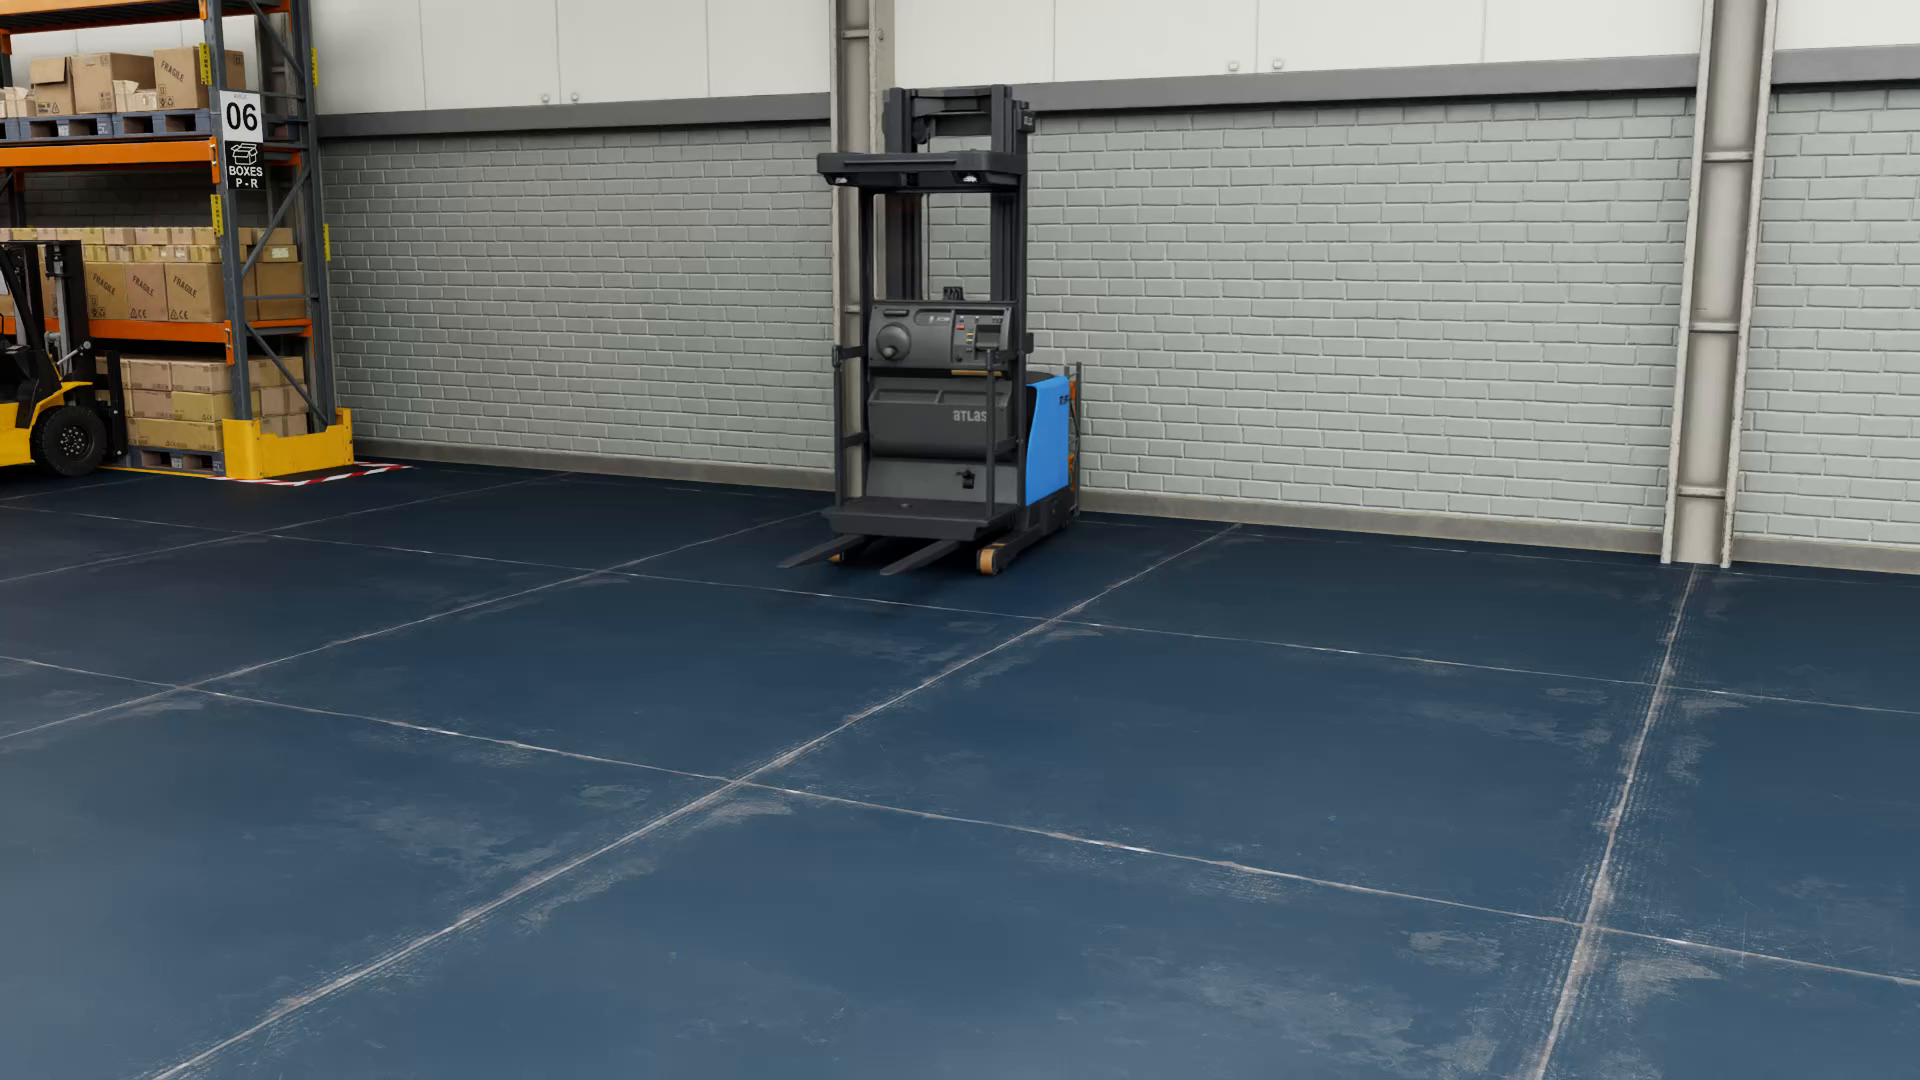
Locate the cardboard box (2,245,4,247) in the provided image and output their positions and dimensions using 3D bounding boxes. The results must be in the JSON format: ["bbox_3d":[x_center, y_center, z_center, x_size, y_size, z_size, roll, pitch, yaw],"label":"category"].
[{"bbox_3d":[-8.640,-2.639,15.284,0.250,0.149,0.380,5,12,27],"label":"cardboard box"}]

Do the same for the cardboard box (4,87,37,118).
[{"bbox_3d":[-8.280,-3.905,14.879,0.258,0.266,0.396,5,11,24],"label":"cardboard box"}]

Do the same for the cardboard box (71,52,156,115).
[{"bbox_3d":[-7.269,-3.963,14.543,0.500,0.500,0.700,5,11,26],"label":"cardboard box"}]

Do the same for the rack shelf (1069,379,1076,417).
[{"bbox_3d":[0.315,-1.015,12.035,1.000,0.278,0.538,3,11,15],"label":"rack shelf"}]

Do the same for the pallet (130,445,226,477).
[{"bbox_3d":[-6.594,-0.771,14.898,1.213,0.211,1.003,5,11,26],"label":"pallet"}]

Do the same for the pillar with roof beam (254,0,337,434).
[{"bbox_3d":[-8.020,-4.553,11.119,0.400,9.000,9.100,5,11,26],"label":"pillar with roof beam"}]

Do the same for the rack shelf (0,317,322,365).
[{"bbox_3d":[-7.683,-1.893,15.288,4.000,0.370,1.077,5,11,26],"label":"rack shelf"}]

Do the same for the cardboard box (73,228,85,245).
[{"bbox_3d":[-7.683,-2.719,14.893,0.250,0.149,0.380,5,11,27],"label":"cardboard box"}]

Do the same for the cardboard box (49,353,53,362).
[{"bbox_3d":[-8.277,-1.583,15.288,0.500,0.250,0.500,5,12,28],"label":"cardboard box"}]

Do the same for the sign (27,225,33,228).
[{"bbox_3d":[-9.233,-2.959,16.501,0.005,0.325,0.100,5,11,26],"label":"sign"}]

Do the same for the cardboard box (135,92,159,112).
[{"bbox_3d":[-6.767,-3.715,14.155,0.250,0.149,0.380,5,11,24],"label":"cardboard box"}]

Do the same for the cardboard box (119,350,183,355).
[{"bbox_3d":[-7.587,-1.625,15.519,0.500,0.250,0.500,5,11,25],"label":"cardboard box"}]

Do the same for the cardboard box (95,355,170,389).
[{"bbox_3d":[-7.358,-1.499,14.825,0.500,0.250,0.500,5,11,27],"label":"cardboard box"}]

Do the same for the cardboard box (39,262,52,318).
[{"bbox_3d":[-8.266,-2.299,15.231,0.500,0.500,0.500,5,11,25],"label":"cardboard box"}]

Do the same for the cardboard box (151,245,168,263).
[{"bbox_3d":[-6.773,-2.486,14.443,0.250,0.149,0.380,5,12,27],"label":"cardboard box"}]

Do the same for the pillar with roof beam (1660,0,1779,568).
[{"bbox_3d":[2.741,-3.607,5.894,0.400,9.000,9.100,5,11,26],"label":"pillar with roof beam"}]

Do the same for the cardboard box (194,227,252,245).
[{"bbox_3d":[-6.304,-2.599,14.230,0.250,0.149,0.380,5,11,26],"label":"cardboard box"}]

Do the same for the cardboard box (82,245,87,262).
[{"bbox_3d":[-7.670,-2.572,14.916,0.250,0.149,0.380,5,11,25],"label":"cardboard box"}]

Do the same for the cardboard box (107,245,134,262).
[{"bbox_3d":[-7.250,-2.521,14.635,0.250,0.149,0.380,5,11,24],"label":"cardboard box"}]

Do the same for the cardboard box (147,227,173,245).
[{"bbox_3d":[-6.786,-2.630,14.400,0.250,0.149,0.380,5,12,27],"label":"cardboard box"}]

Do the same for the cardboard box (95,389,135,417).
[{"bbox_3d":[-7.382,-1.256,14.887,0.500,0.250,0.500,5,11,25],"label":"cardboard box"}]

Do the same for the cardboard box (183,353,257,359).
[{"bbox_3d":[-6.687,-1.542,15.063,0.500,0.250,0.500,5,11,26],"label":"cardboard box"}]

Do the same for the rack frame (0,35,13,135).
[{"bbox_3d":[-9.477,-5.357,15.561,0.127,3.000,1.000,5,11,26],"label":"rack frame"}]

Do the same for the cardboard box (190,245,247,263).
[{"bbox_3d":[-6.325,-2.441,14.191,0.250,0.149,0.380,5,11,27],"label":"cardboard box"}]

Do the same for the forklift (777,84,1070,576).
[{"bbox_3d":[-0.196,-1.311,10.244,1.130,2.935,3.031,4,11,19],"label":"forklift"}]

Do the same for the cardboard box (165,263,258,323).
[{"bbox_3d":[-6.447,-2.136,14.327,0.500,0.500,0.500,5,11,25],"label":"cardboard box"}]

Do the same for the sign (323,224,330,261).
[{"bbox_3d":[-5.639,-2.643,14.757,0.005,0.325,0.100,5,11,26],"label":"sign"}]

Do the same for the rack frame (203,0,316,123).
[{"bbox_3d":[-5.890,-5.042,13.819,0.127,3.000,1.000,5,11,26],"label":"rack frame"}]

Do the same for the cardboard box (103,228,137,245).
[{"bbox_3d":[-7.259,-2.664,14.590,0.250,0.149,0.380,5,12,27],"label":"cardboard box"}]

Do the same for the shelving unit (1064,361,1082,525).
[{"bbox_3d":[0.315,-0.727,12.087,1.048,1.125,0.538,3,11,15],"label":"shelving unit"}]

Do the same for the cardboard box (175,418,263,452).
[{"bbox_3d":[-6.451,-0.930,14.487,0.500,0.250,0.500,5,11,26],"label":"cardboard box"}]

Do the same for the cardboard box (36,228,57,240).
[{"bbox_3d":[-8.132,-2.758,15.110,0.250,0.149,0.380,5,11,26],"label":"cardboard box"}]

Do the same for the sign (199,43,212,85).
[{"bbox_3d":[-6.142,-3.877,13.542,0.005,0.325,0.100,5,11,26],"label":"sign"}]

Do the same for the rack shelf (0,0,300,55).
[{"bbox_3d":[-7.683,-4.648,14.790,4.000,0.370,1.077,5,11,26],"label":"rack shelf"}]

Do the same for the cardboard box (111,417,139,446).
[{"bbox_3d":[-7.337,-1.011,14.937,0.500,0.250,0.500,5,11,26],"label":"cardboard box"}]

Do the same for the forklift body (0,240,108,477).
[{"bbox_3d":[-8.398,-1.530,13.645,1.214,2.155,2.313,5,11,26],"label":"forklift body"}]

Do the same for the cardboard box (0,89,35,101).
[{"bbox_3d":[-8.839,-3.988,15.212,0.500,0.311,0.500,5,12,27],"label":"cardboard box"}]

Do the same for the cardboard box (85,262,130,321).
[{"bbox_3d":[-7.368,-2.218,14.784,0.500,0.500,0.500,5,11,25],"label":"cardboard box"}]

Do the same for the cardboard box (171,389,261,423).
[{"bbox_3d":[-6.465,-1.178,14.453,0.500,0.250,0.500,5,11,25],"label":"cardboard box"}]

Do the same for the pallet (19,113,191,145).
[{"bbox_3d":[-7.611,-3.678,14.955,1.213,0.211,1.003,5,11,26],"label":"pallet"}]

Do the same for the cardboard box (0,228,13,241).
[{"bbox_3d":[-8.630,-2.786,15.261,0.250,0.149,0.380,5,12,27],"label":"cardboard box"}]

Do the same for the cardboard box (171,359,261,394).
[{"bbox_3d":[-6.441,-1.422,14.397,0.500,0.250,0.500,5,12,28],"label":"cardboard box"}]
